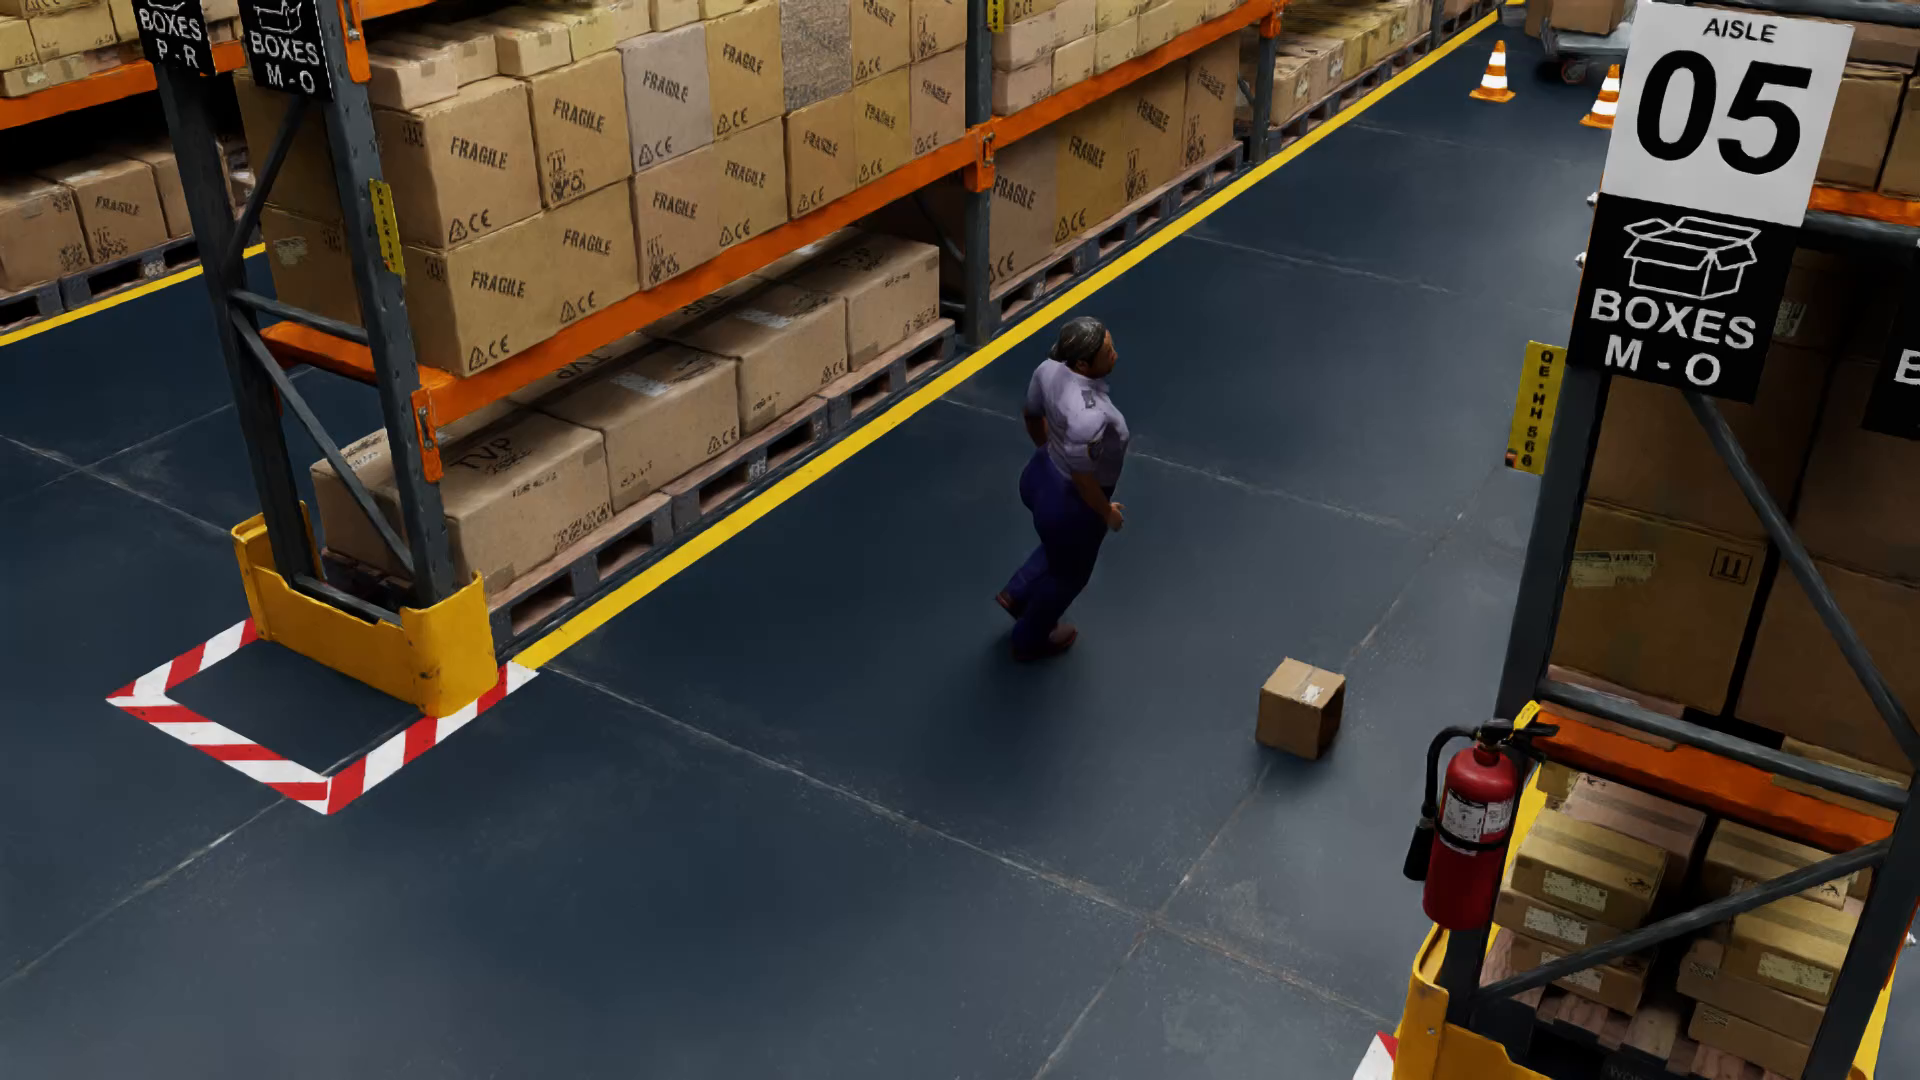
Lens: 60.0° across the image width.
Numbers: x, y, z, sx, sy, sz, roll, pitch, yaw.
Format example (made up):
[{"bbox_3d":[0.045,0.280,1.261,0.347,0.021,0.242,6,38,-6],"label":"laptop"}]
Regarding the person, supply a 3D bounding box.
[{"bbox_3d":[0.433,-0.180,6.485,0.472,1.598,0.647,-10,32,-17],"label":"person"}]
